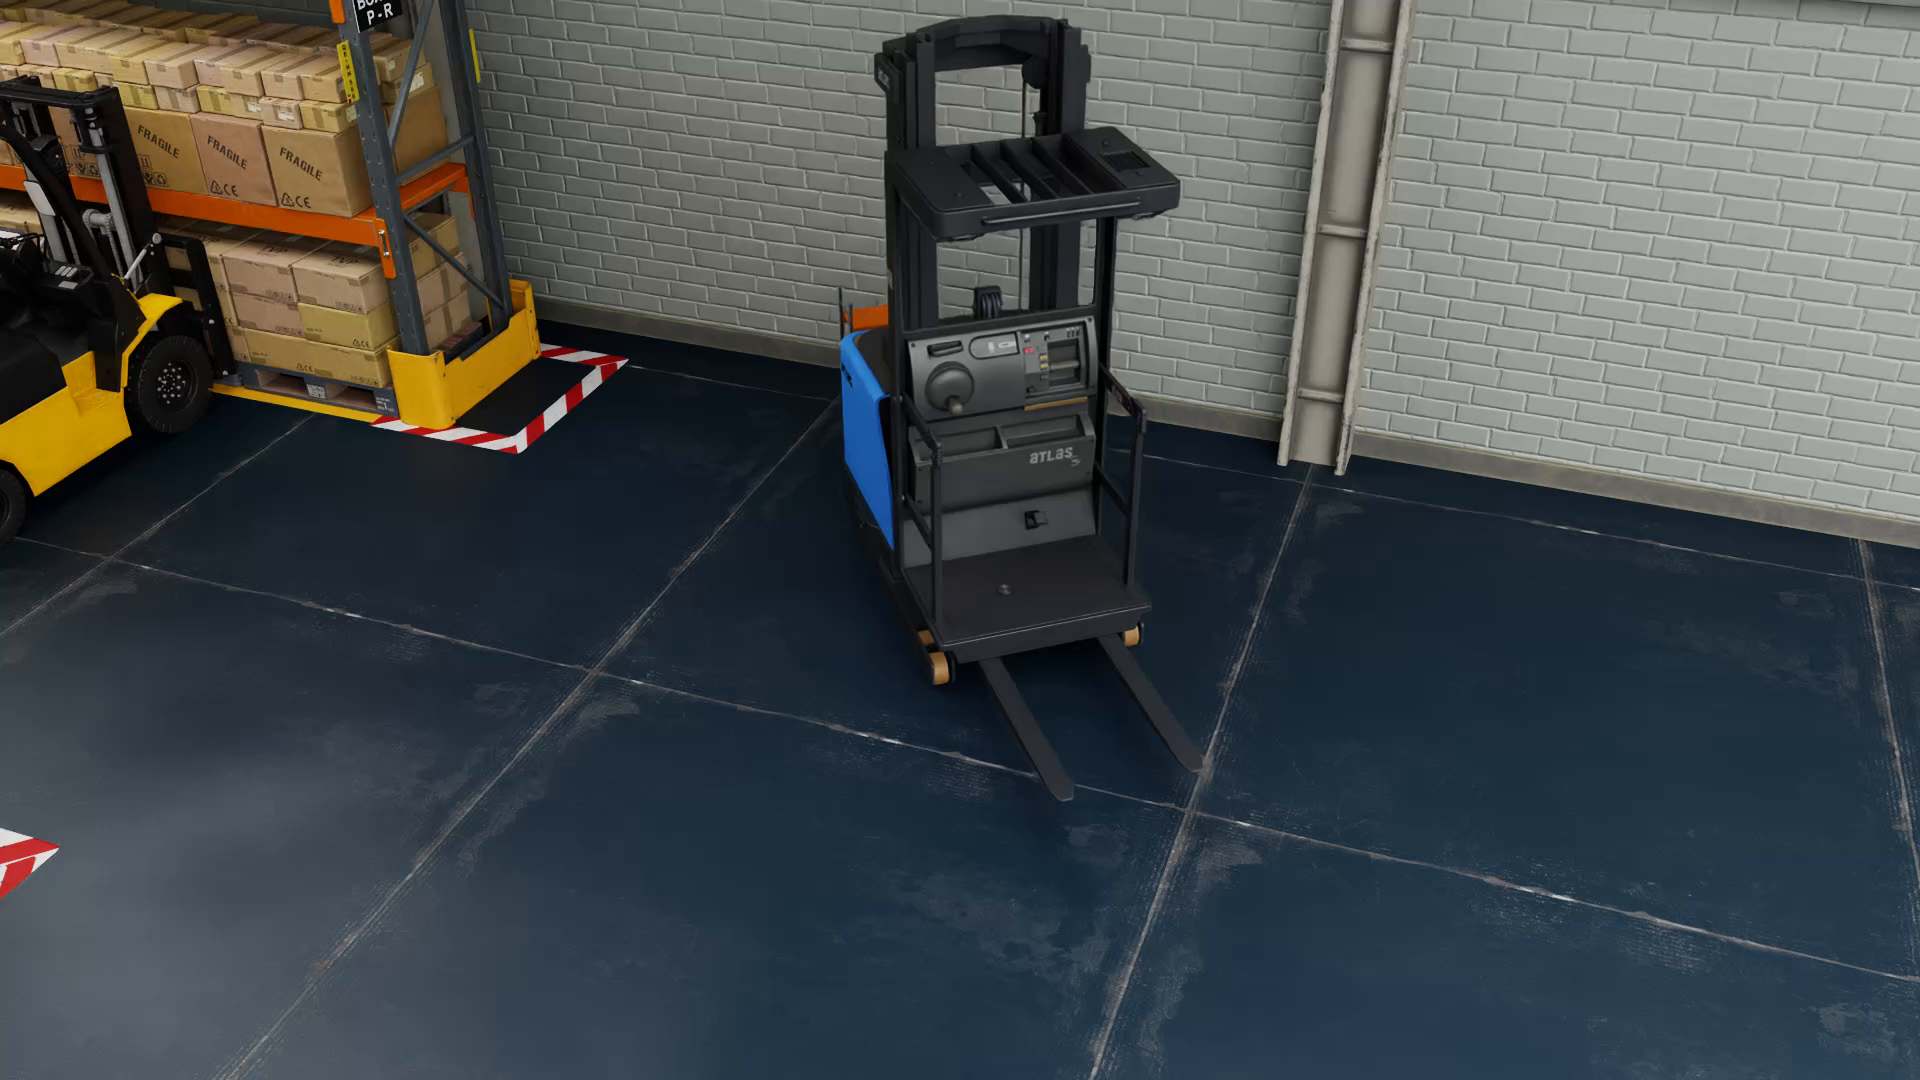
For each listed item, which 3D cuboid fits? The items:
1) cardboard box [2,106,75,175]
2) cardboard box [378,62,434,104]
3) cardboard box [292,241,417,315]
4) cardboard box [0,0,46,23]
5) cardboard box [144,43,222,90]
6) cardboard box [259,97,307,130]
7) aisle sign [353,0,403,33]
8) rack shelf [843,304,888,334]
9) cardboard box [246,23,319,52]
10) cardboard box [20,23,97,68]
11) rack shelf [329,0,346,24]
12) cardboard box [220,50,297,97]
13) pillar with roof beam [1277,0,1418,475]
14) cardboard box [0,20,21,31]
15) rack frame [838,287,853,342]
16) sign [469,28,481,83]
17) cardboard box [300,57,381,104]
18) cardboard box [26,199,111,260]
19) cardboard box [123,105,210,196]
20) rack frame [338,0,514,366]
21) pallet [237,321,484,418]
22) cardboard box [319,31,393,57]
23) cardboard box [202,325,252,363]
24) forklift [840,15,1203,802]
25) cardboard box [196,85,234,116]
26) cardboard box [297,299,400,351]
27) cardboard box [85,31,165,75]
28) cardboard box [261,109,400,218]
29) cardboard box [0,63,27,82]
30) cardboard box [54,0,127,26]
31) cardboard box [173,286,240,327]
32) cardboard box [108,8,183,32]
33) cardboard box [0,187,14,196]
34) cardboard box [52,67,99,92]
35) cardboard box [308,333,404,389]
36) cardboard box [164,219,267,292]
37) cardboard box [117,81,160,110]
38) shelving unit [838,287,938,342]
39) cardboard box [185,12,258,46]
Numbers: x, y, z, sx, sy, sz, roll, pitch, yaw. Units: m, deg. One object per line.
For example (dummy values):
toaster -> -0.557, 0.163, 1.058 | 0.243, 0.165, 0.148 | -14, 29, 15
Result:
cardboard box -> -5.633, -2.645, 10.457 | 0.500, 0.500, 0.500 | 11, 34, 16
cardboard box -> -3.402, -2.774, 10.058 | 0.250, 0.149, 0.380 | 10, 34, 15
cardboard box -> -3.709, -1.631, 10.204 | 0.500, 0.250, 0.500 | 12, 35, 18
cardboard box -> -6.058, -3.423, 10.790 | 0.250, 0.149, 0.380 | 11, 34, 16
cardboard box -> -4.569, -2.800, 9.825 | 0.250, 0.149, 0.380 | 12, 35, 18
cardboard box -> -3.842, -2.531, 9.682 | 0.250, 0.149, 0.380 | 12, 35, 17
aisle sign -> -3.208, -3.195, 9.004 | 0.004, 0.787, 0.394 | 11, 34, 16
rack shelf -> -0.395, -1.199, 9.244 | 0.480, 0.148, 0.258 | -10, 34, -16
cardboard box -> -4.131, -3.034, 10.187 | 0.250, 0.149, 0.380 | 11, 35, 17
cardboard box -> -5.497, -3.031, 10.182 | 0.250, 0.149, 0.380 | 11, 34, 16
rack shelf -> -5.053, -3.588, 9.908 | 4.000, 0.370, 1.077 | 11, 34, 16
cardboard box -> -4.077, -2.725, 9.709 | 0.250, 0.149, 0.380 | 12, 35, 18
pillar with roof beam -> 0.674, -2.076, 4.138 | 0.400, 9.000, 9.100 | 11, 34, 16
cardboard box -> -6.008, -3.083, 10.263 | 0.250, 0.149, 0.380 | 12, 35, 18
rack frame -> -0.627, -0.827, 9.392 | 0.015, 1.200, 0.240 | -10, 34, -16
sign -> -2.978, -2.944, 10.141 | 0.005, 0.325, 0.100 | 11, 34, 16
cardboard box -> -3.579, -2.662, 9.611 | 0.250, 0.149, 0.380 | 11, 34, 17
cardboard box -> -5.636, -2.005, 10.784 | 0.500, 0.250, 0.500 | 12, 35, 18
cardboard box -> -4.690, -2.456, 10.164 | 0.500, 0.500, 0.500 | 10, 34, 16
rack frame -> -3.170, -2.264, 9.960 | 0.127, 3.000, 1.000 | 11, 34, 16
pallet -> -3.904, -1.212, 10.900 | 1.213, 0.211, 1.003 | 11, 34, 16
cardboard box -> -3.644, -2.955, 10.065 | 0.250, 0.149, 0.380 | 12, 35, 18
cardboard box -> -4.652, -1.402, 10.773 | 0.500, 0.250, 0.500 | 11, 35, 17
forklift -> 0.278, -0.769, 7.706 | 1.130, 2.935, 3.031 | -10, 34, -15
cardboard box -> -4.295, -2.661, 9.884 | 0.250, 0.149, 0.380 | 11, 34, 16
cardboard box -> -3.734, -1.425, 10.347 | 0.500, 0.250, 0.500 | 11, 34, 16
cardboard box -> -5.025, -2.940, 10.041 | 0.250, 0.149, 0.380 | 12, 35, 17
cardboard box -> -3.722, -2.262, 9.865 | 0.500, 0.500, 0.500 | 10, 34, 15
cardboard box -> -5.772, -2.906, 10.264 | 0.250, 0.149, 0.380 | 11, 34, 16
cardboard box -> -5.563, -3.352, 10.679 | 0.250, 0.149, 0.380 | 10, 34, 16
cardboard box -> -4.696, -1.606, 10.627 | 0.500, 0.250, 0.500 | 10, 34, 15
cardboard box -> -5.111, -3.219, 10.473 | 0.250, 0.149, 0.380 | 12, 35, 18
cardboard box -> -6.586, -2.189, 11.069 | 0.500, 0.250, 0.500 | 10, 34, 16
cardboard box -> -5.276, -2.825, 10.138 | 0.250, 0.149, 0.380 | 10, 34, 15
cardboard box -> -3.719, -1.210, 10.475 | 0.500, 0.250, 0.500 | 11, 35, 17
cardboard box -> -4.670, -1.809, 10.480 | 0.500, 0.250, 0.500 | 11, 35, 17
cardboard box -> -4.807, -2.722, 9.978 | 0.250, 0.149, 0.380 | 11, 35, 17
shelving unit -> -0.395, -0.869, 9.457 | 0.503, 1.200, 0.258 | -10, 34, -16
cardboard box -> -4.601, -3.167, 10.394 | 0.250, 0.149, 0.380 | 10, 34, 15
